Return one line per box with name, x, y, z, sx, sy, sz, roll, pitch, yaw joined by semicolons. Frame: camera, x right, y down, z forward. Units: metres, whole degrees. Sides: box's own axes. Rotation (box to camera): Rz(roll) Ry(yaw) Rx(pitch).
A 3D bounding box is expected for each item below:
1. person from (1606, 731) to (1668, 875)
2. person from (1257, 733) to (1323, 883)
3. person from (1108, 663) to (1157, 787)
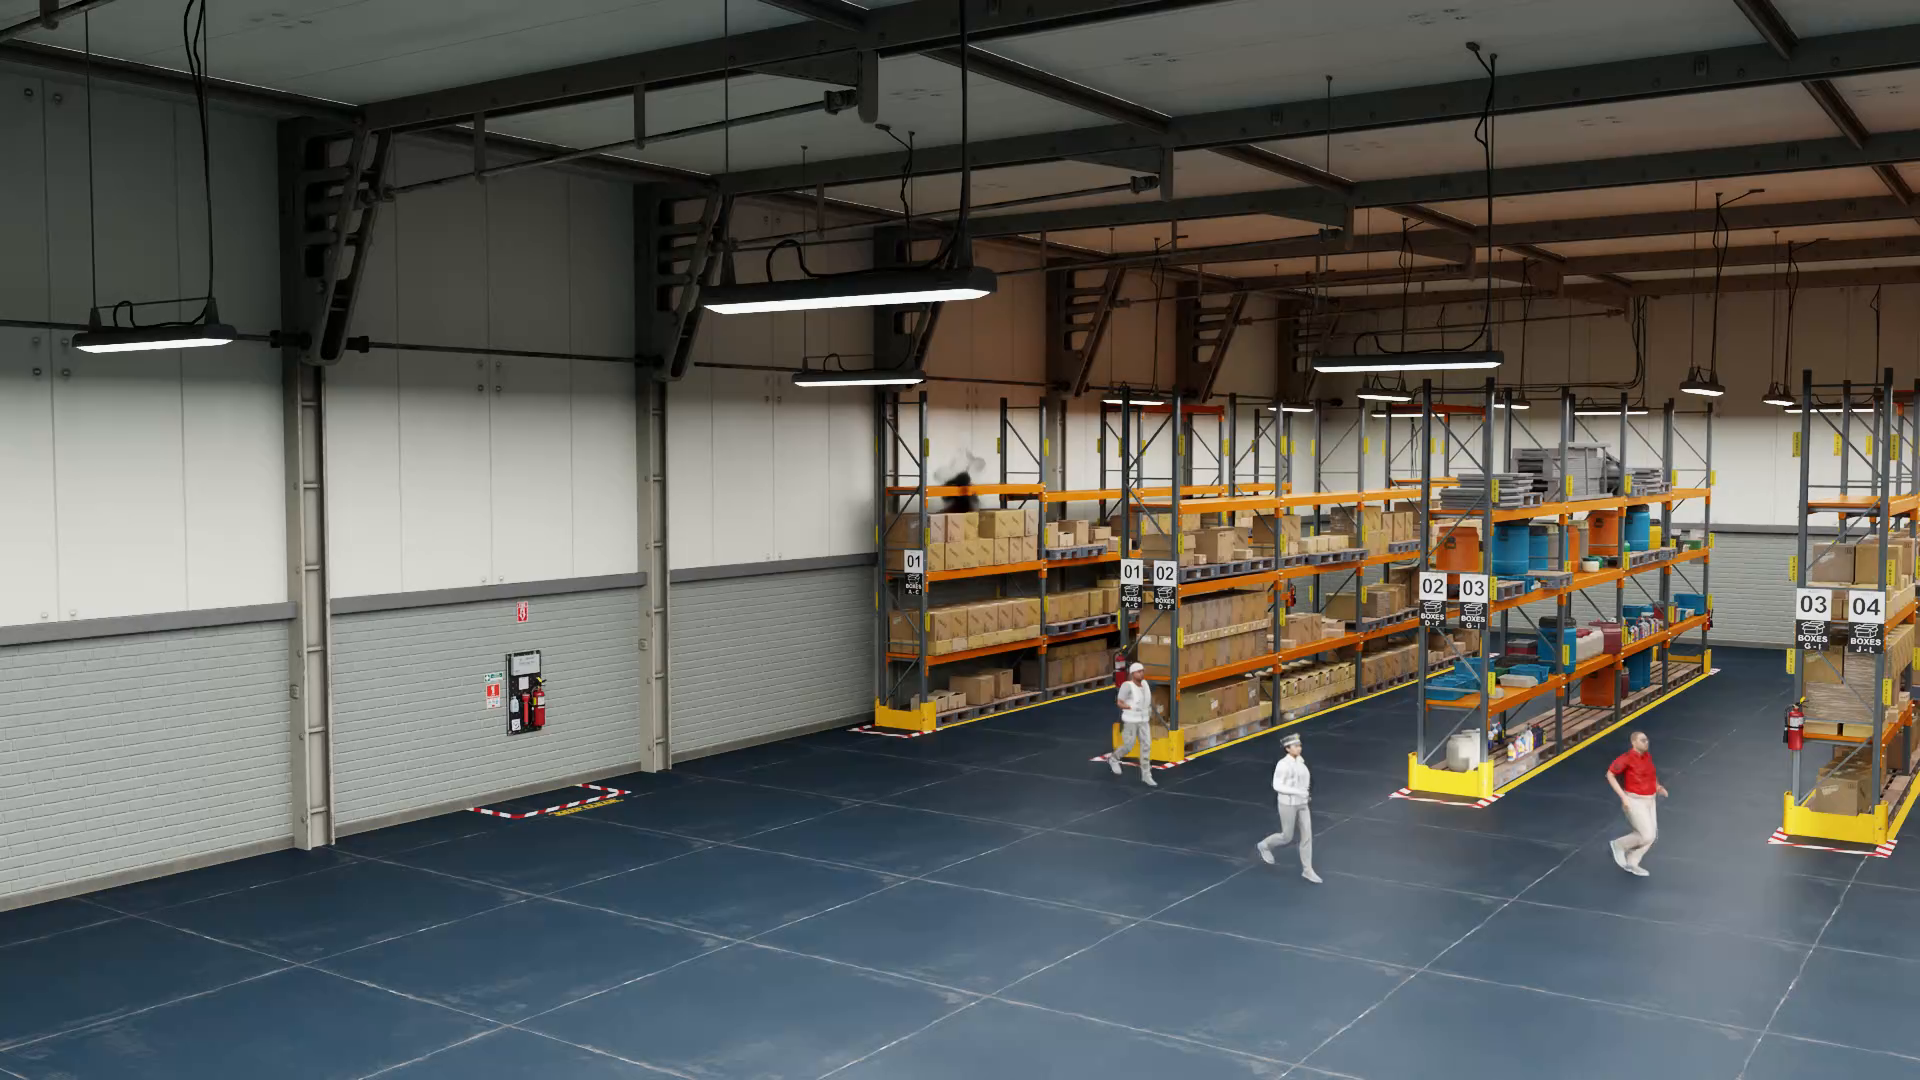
person;7.957;3.083;19.426;0.658;1.680;0.591;-2;4;-31
person;3.861;3.078;19.340;0.616;1.692;0.901;-2;4;-38
person;2.616;2.725;24.842;0.689;1.799;0.974;-2;4;-34
